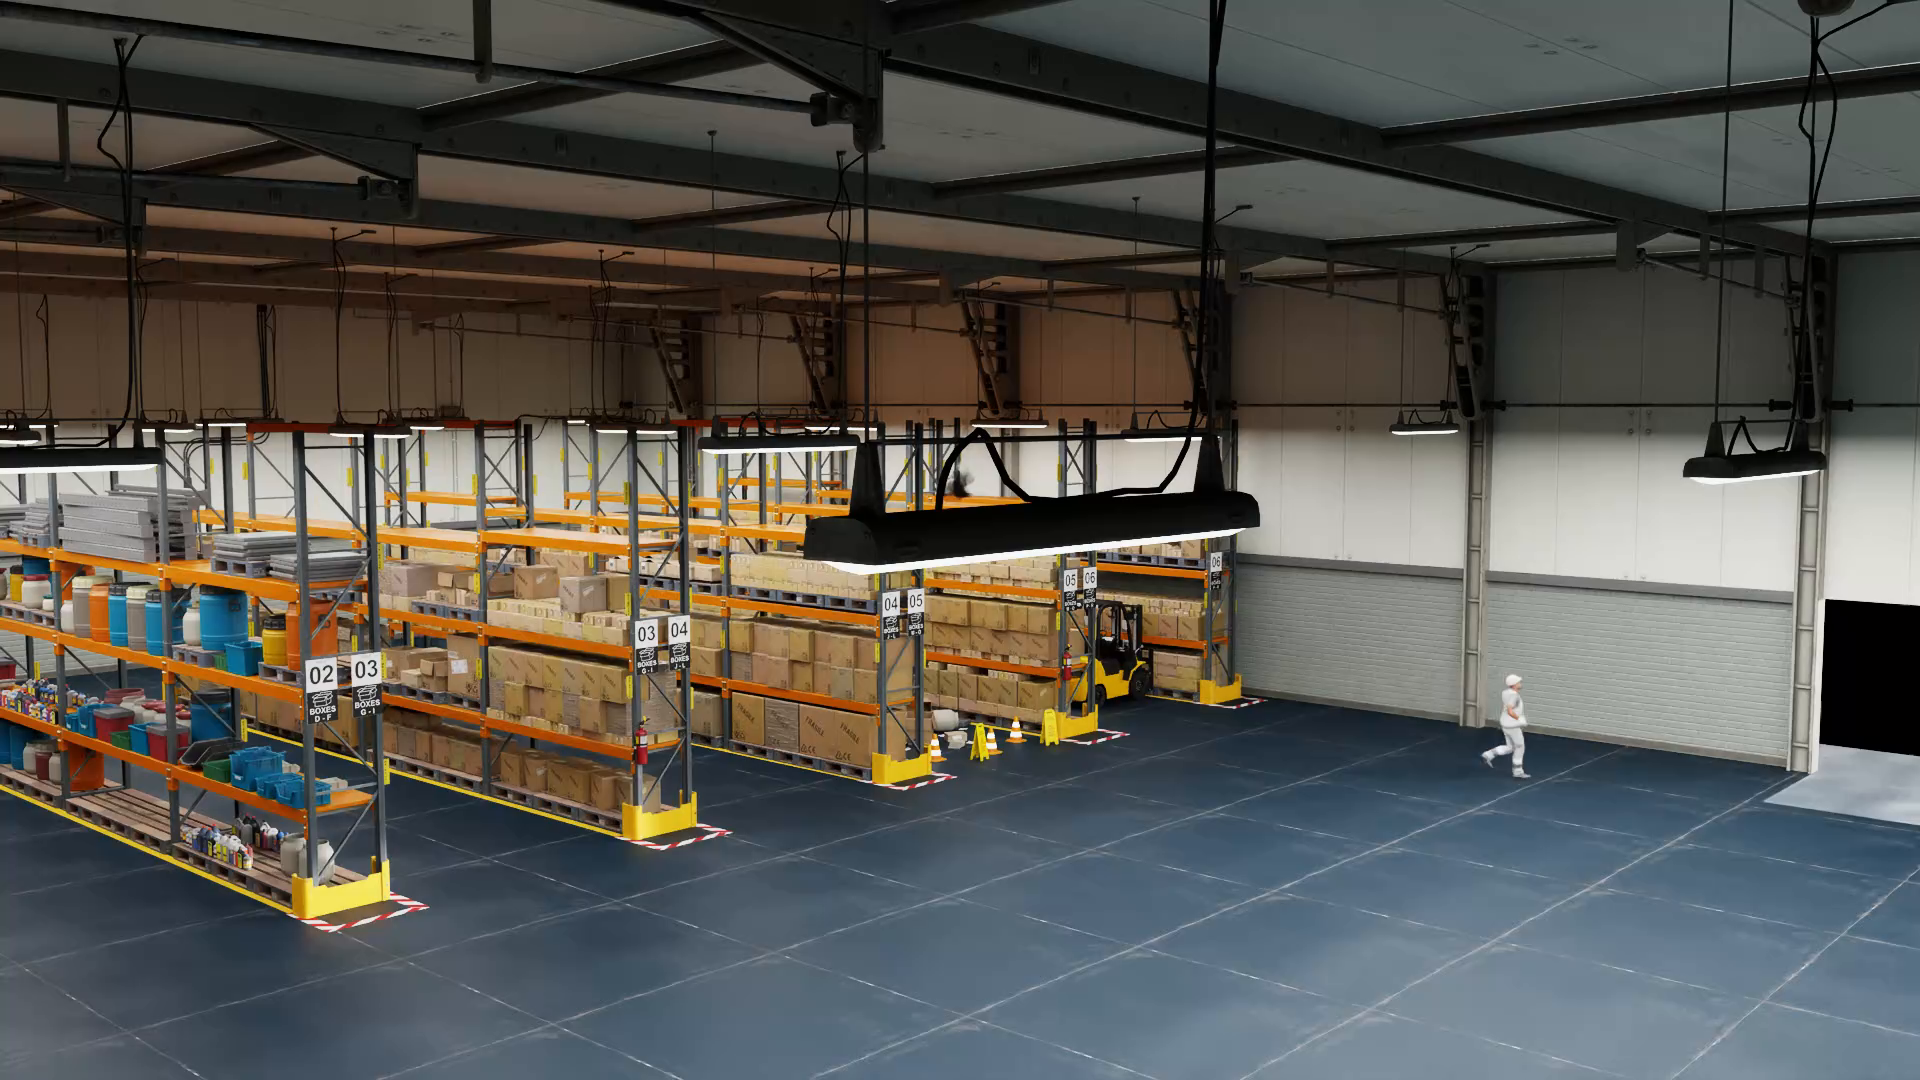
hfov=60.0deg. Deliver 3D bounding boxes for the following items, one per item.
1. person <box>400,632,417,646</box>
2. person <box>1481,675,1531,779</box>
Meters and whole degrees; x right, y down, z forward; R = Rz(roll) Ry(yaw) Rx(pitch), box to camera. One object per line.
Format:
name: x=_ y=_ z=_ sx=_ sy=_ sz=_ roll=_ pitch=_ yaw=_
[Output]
person: x=-13.372 y=2.274 z=40.192 sx=0.717 sy=1.541 sz=0.772 roll=-2 pitch=5 yaw=-24
person: x=9.285 y=3.158 z=28.155 sx=0.810 sy=1.769 sz=0.659 roll=0 pitch=5 yaw=5
